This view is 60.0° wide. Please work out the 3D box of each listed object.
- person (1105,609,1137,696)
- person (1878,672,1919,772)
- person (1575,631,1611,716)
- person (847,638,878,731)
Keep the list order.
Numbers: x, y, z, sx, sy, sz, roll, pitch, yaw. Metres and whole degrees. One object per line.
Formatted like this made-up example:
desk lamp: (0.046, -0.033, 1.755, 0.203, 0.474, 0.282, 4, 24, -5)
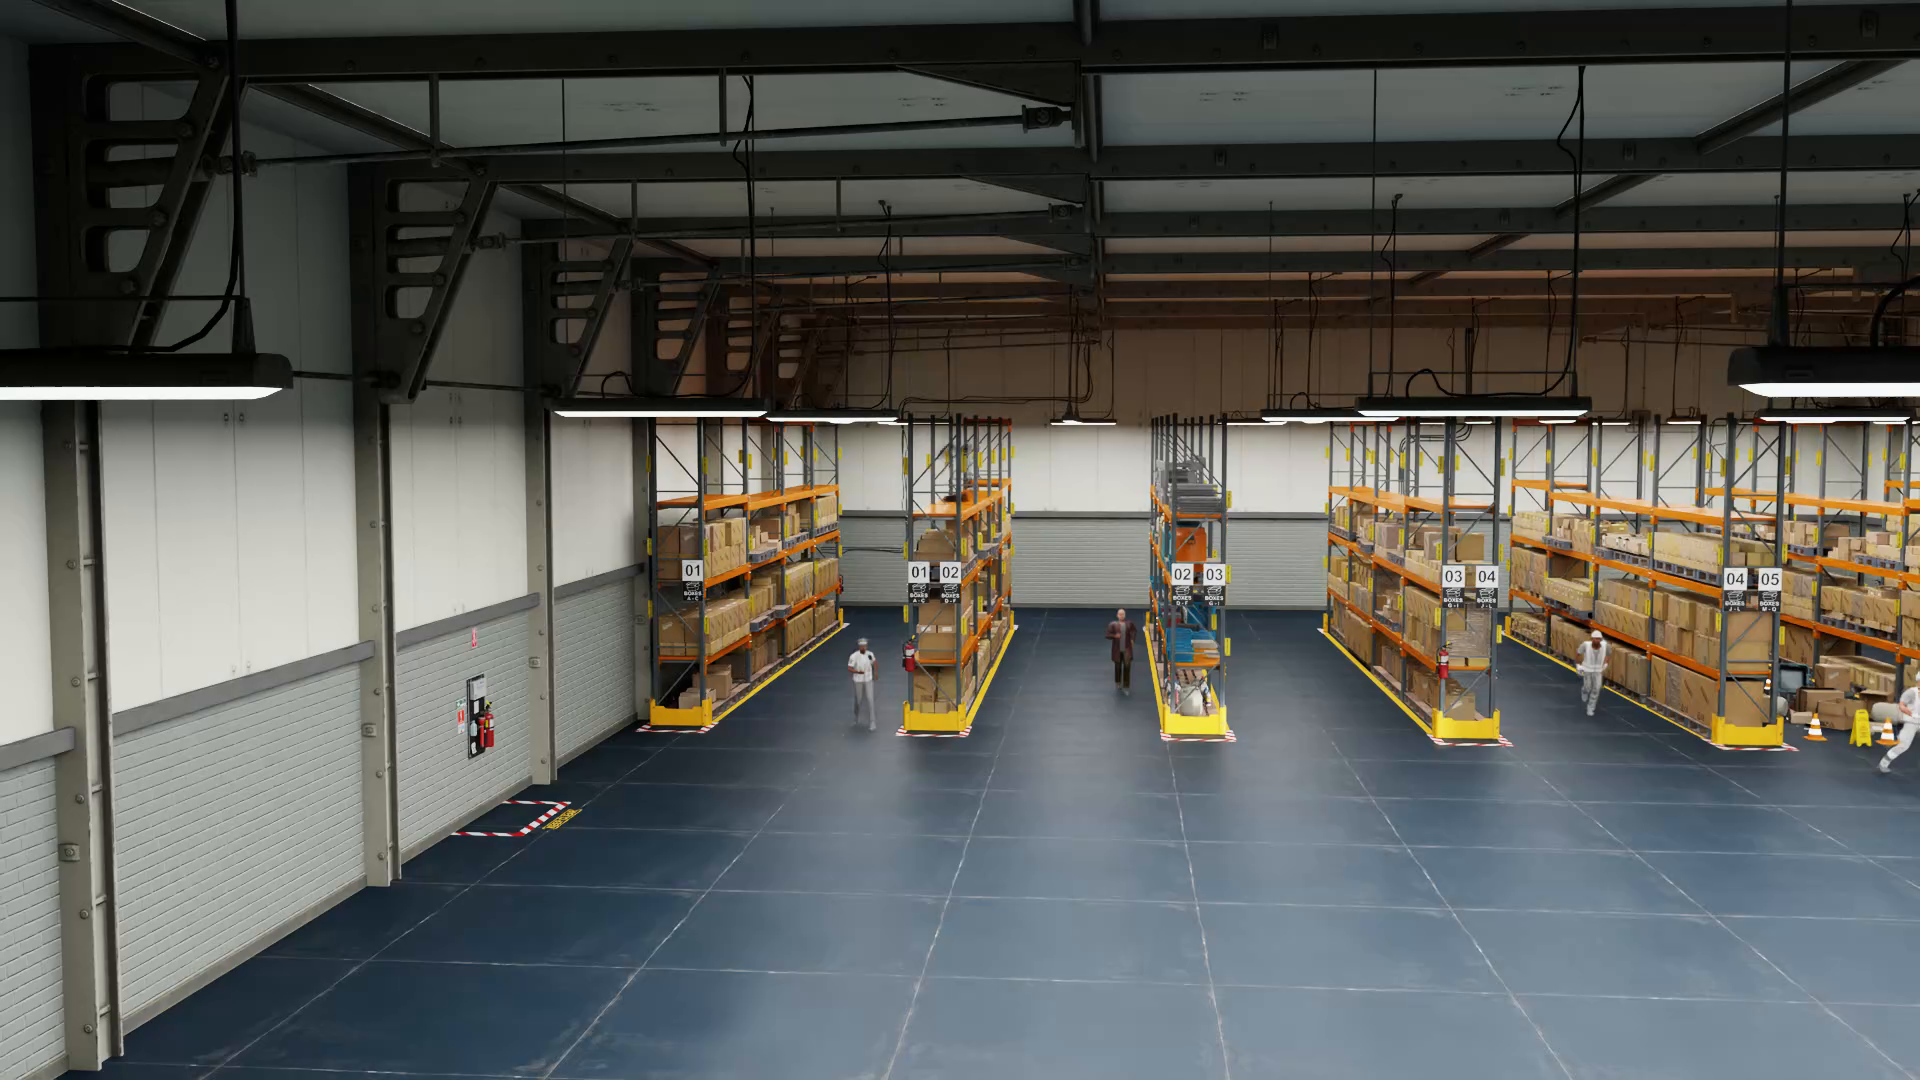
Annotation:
person: (3.483, 2.403, 35.898, 0.697, 1.828, 0.916, 0, 4, 0)
person: (15.650, 3.026, 27.259, 0.885, 1.768, 0.718, -1, 4, -16)
person: (12.698, 2.643, 33.395, 0.681, 1.716, 0.887, 0, 4, 3)
person: (-1.858, 2.722, 31.832, 0.610, 1.725, 0.882, -1, 4, -13)
